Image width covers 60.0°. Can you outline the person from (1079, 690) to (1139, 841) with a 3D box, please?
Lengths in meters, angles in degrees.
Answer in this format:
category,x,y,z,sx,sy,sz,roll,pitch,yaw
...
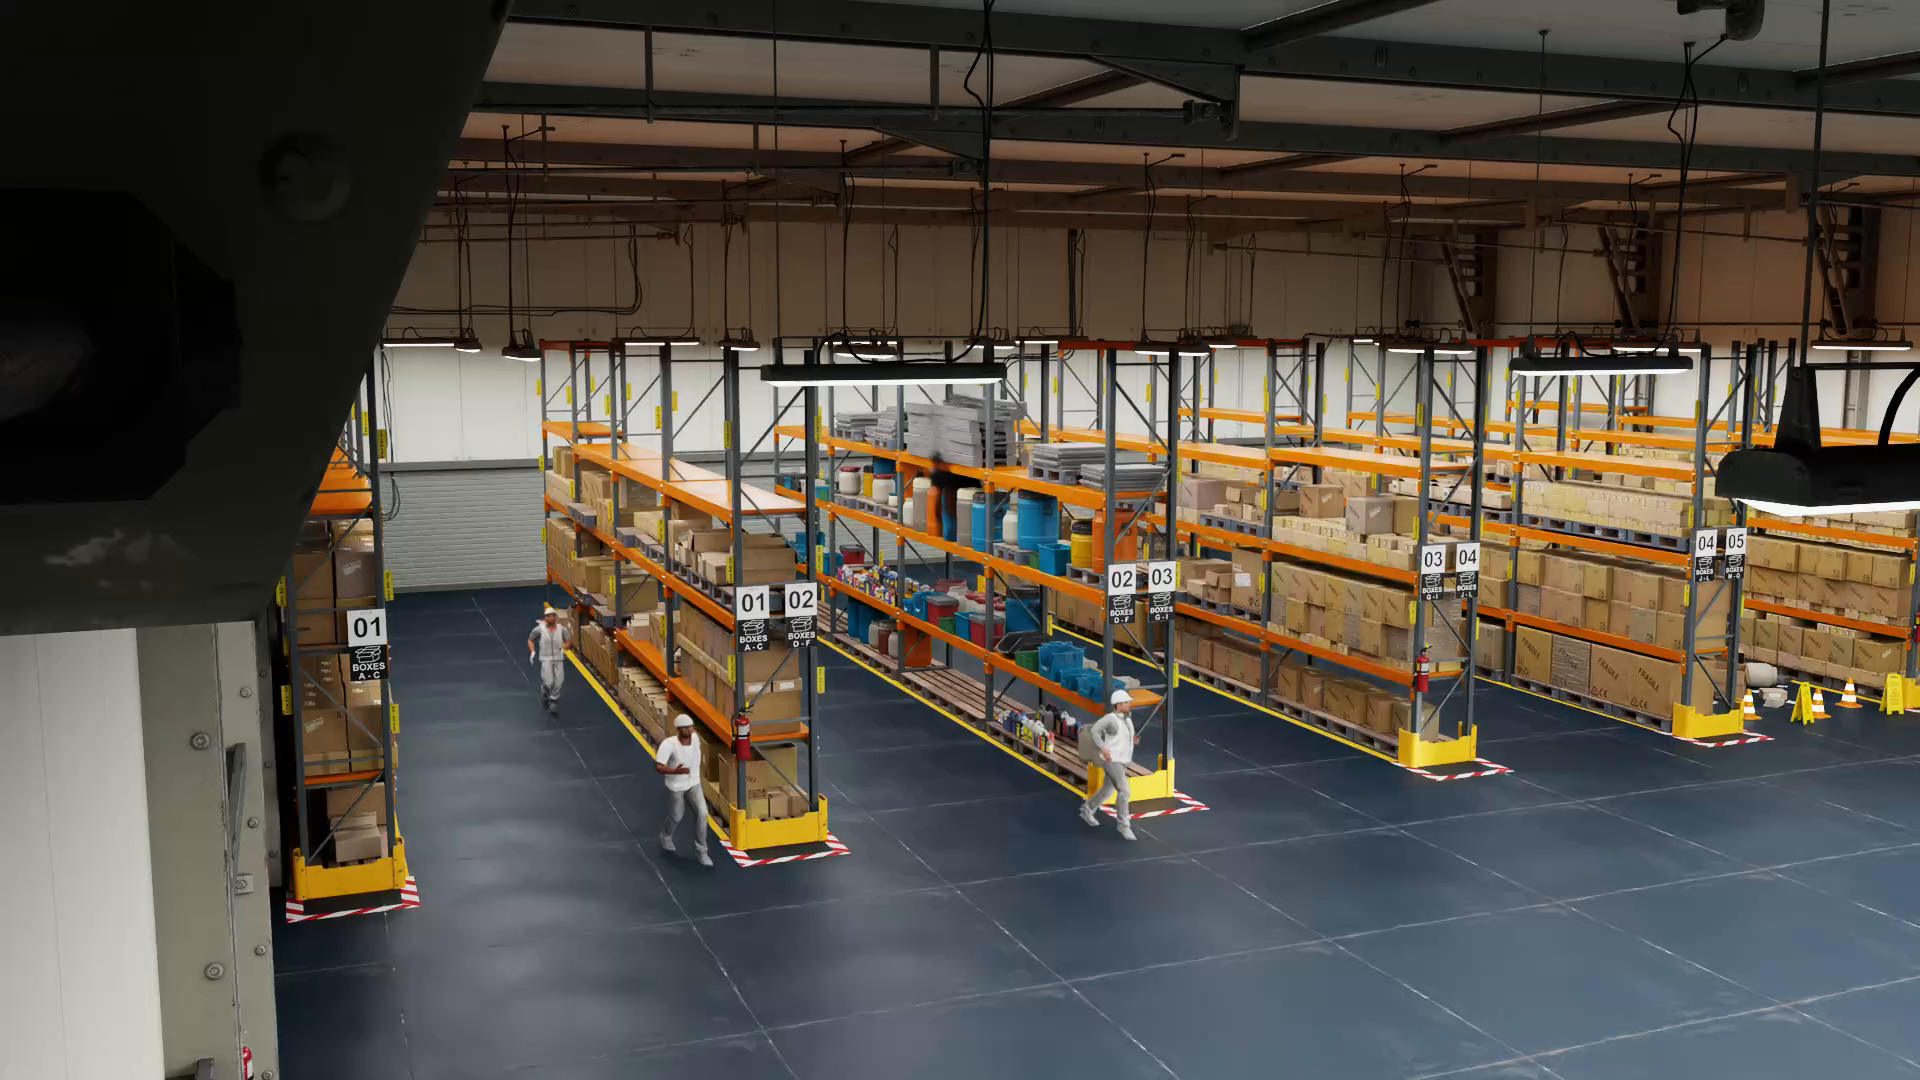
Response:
category,x,y,z,sx,sy,sz,roll,pitch,yaw
person,1.933,2.772,20.817,0.855,1.798,0.689,4,8,29

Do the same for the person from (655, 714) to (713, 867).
category,x,y,z,sx,sy,sz,roll,pitch,yaw
person,-3.290,2.924,19.648,0.715,1.800,0.893,-6,10,-38

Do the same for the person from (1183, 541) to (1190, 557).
category,x,y,z,sx,sy,sz,roll,pitch,yaw
person,5.802,0.039,41.784,0.814,1.785,0.679,-4,8,-26

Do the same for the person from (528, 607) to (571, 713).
category,x,y,z,sx,sy,sz,roll,pitch,yaw
person,-6.602,1.963,26.890,0.664,1.739,0.603,-3,8,-25
